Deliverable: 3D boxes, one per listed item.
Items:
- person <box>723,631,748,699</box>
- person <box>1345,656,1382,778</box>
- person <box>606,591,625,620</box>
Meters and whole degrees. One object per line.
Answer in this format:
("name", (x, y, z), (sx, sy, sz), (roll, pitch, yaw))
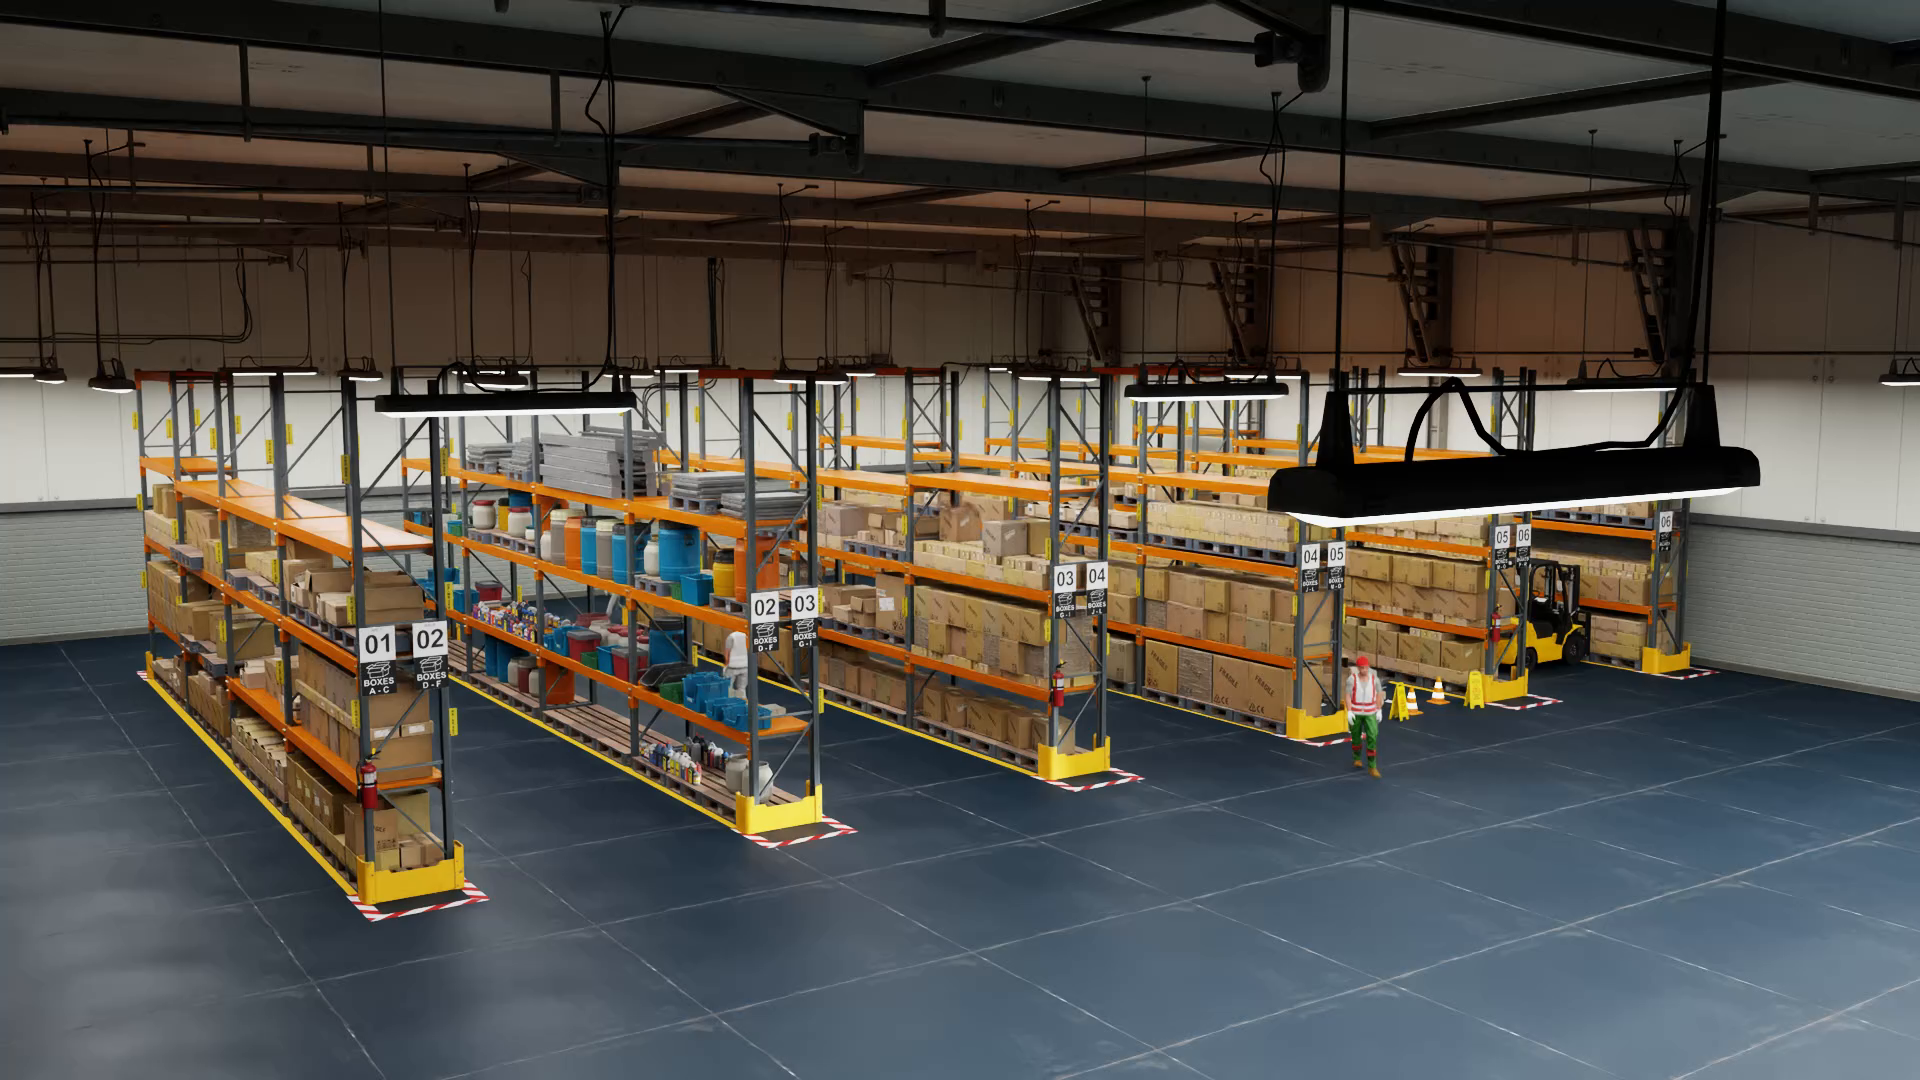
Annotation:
("person", (-3.801, 2.210, 28.607), (0.588, 1.783, 0.511), (-4, 8, -34))
("person", (6.074, 2.616, 25.013), (0.563, 1.746, 0.900), (1, 7, 12))
("person", (-8.083, 1.153, 38.791), (0.460, 1.591, 1.054), (6, 9, 42))
